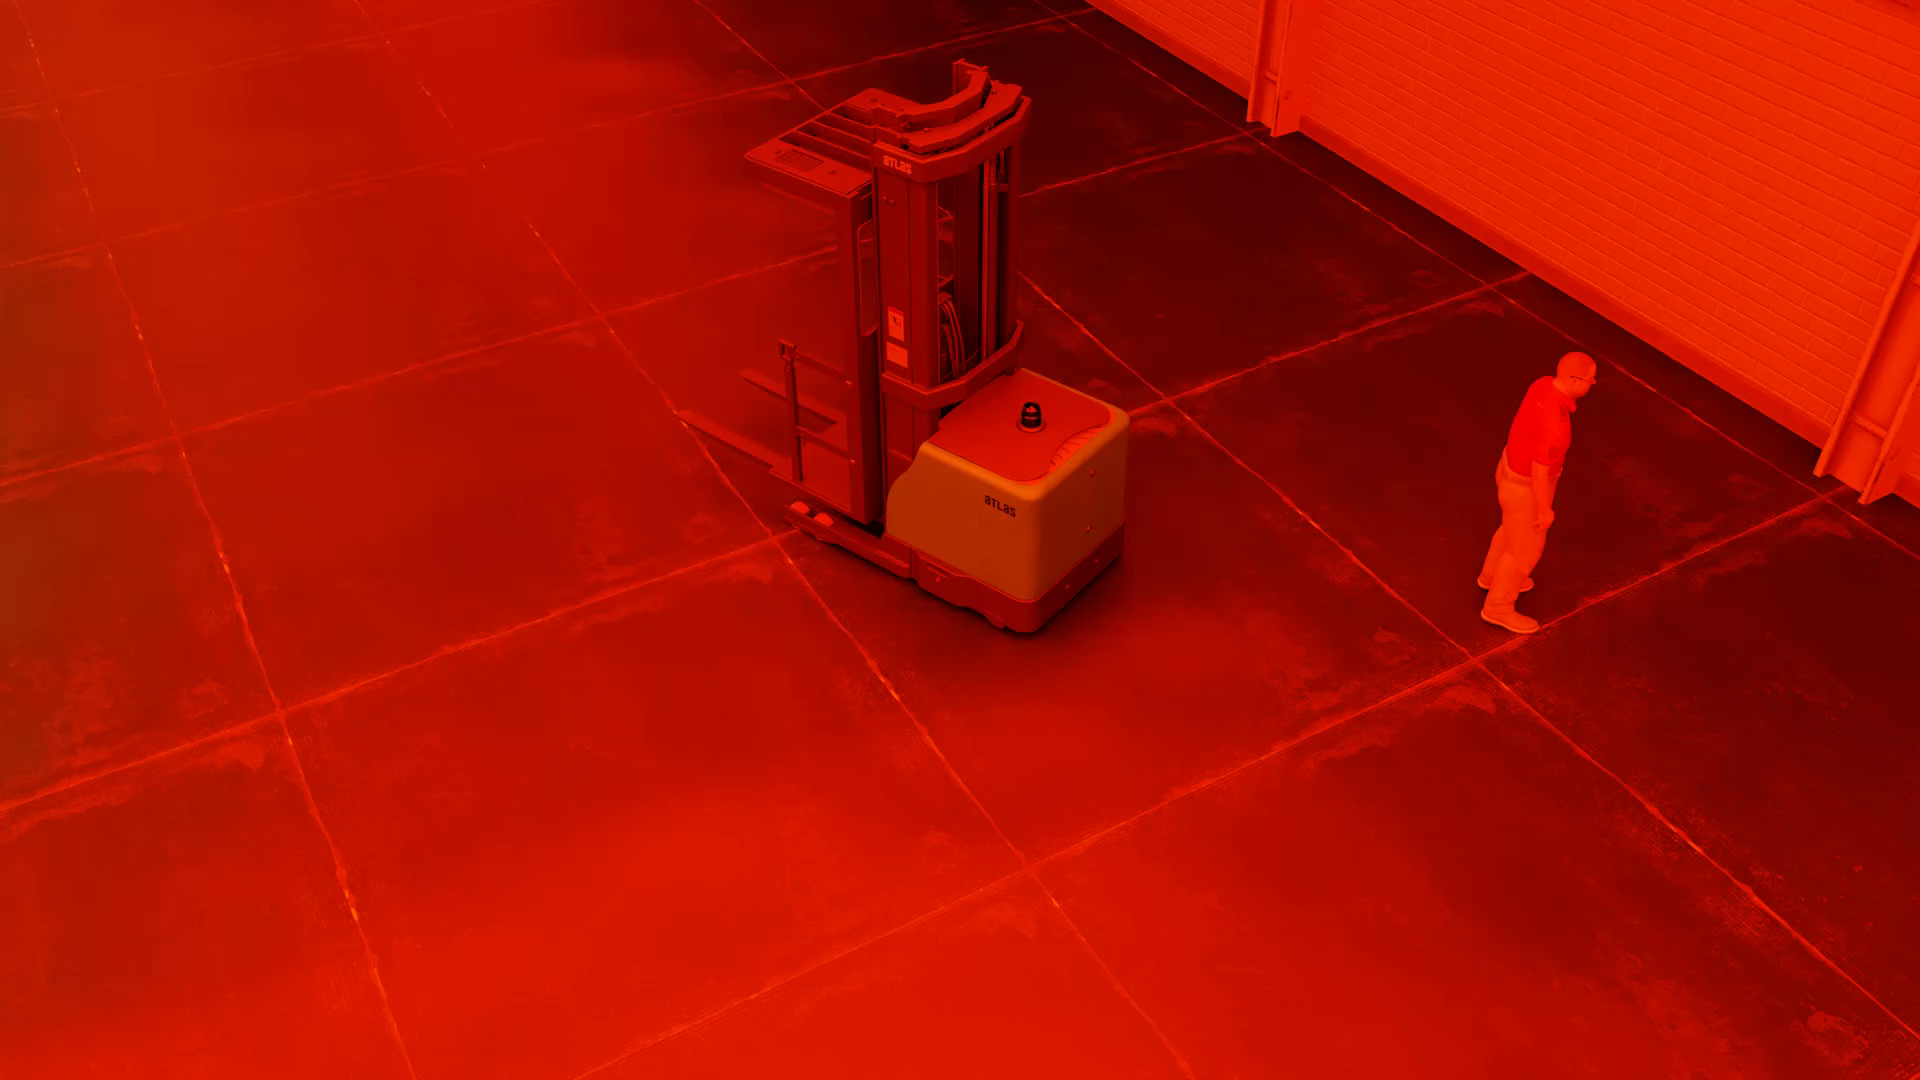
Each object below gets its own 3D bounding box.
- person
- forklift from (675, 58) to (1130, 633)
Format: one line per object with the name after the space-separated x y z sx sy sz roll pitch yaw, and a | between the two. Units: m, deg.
3.223 -0.311 9.353 0.388 1.727 0.599 6 40 7 | person
-0.481 -1.366 9.683 3.031 2.935 1.130 26 46 28 | forklift
